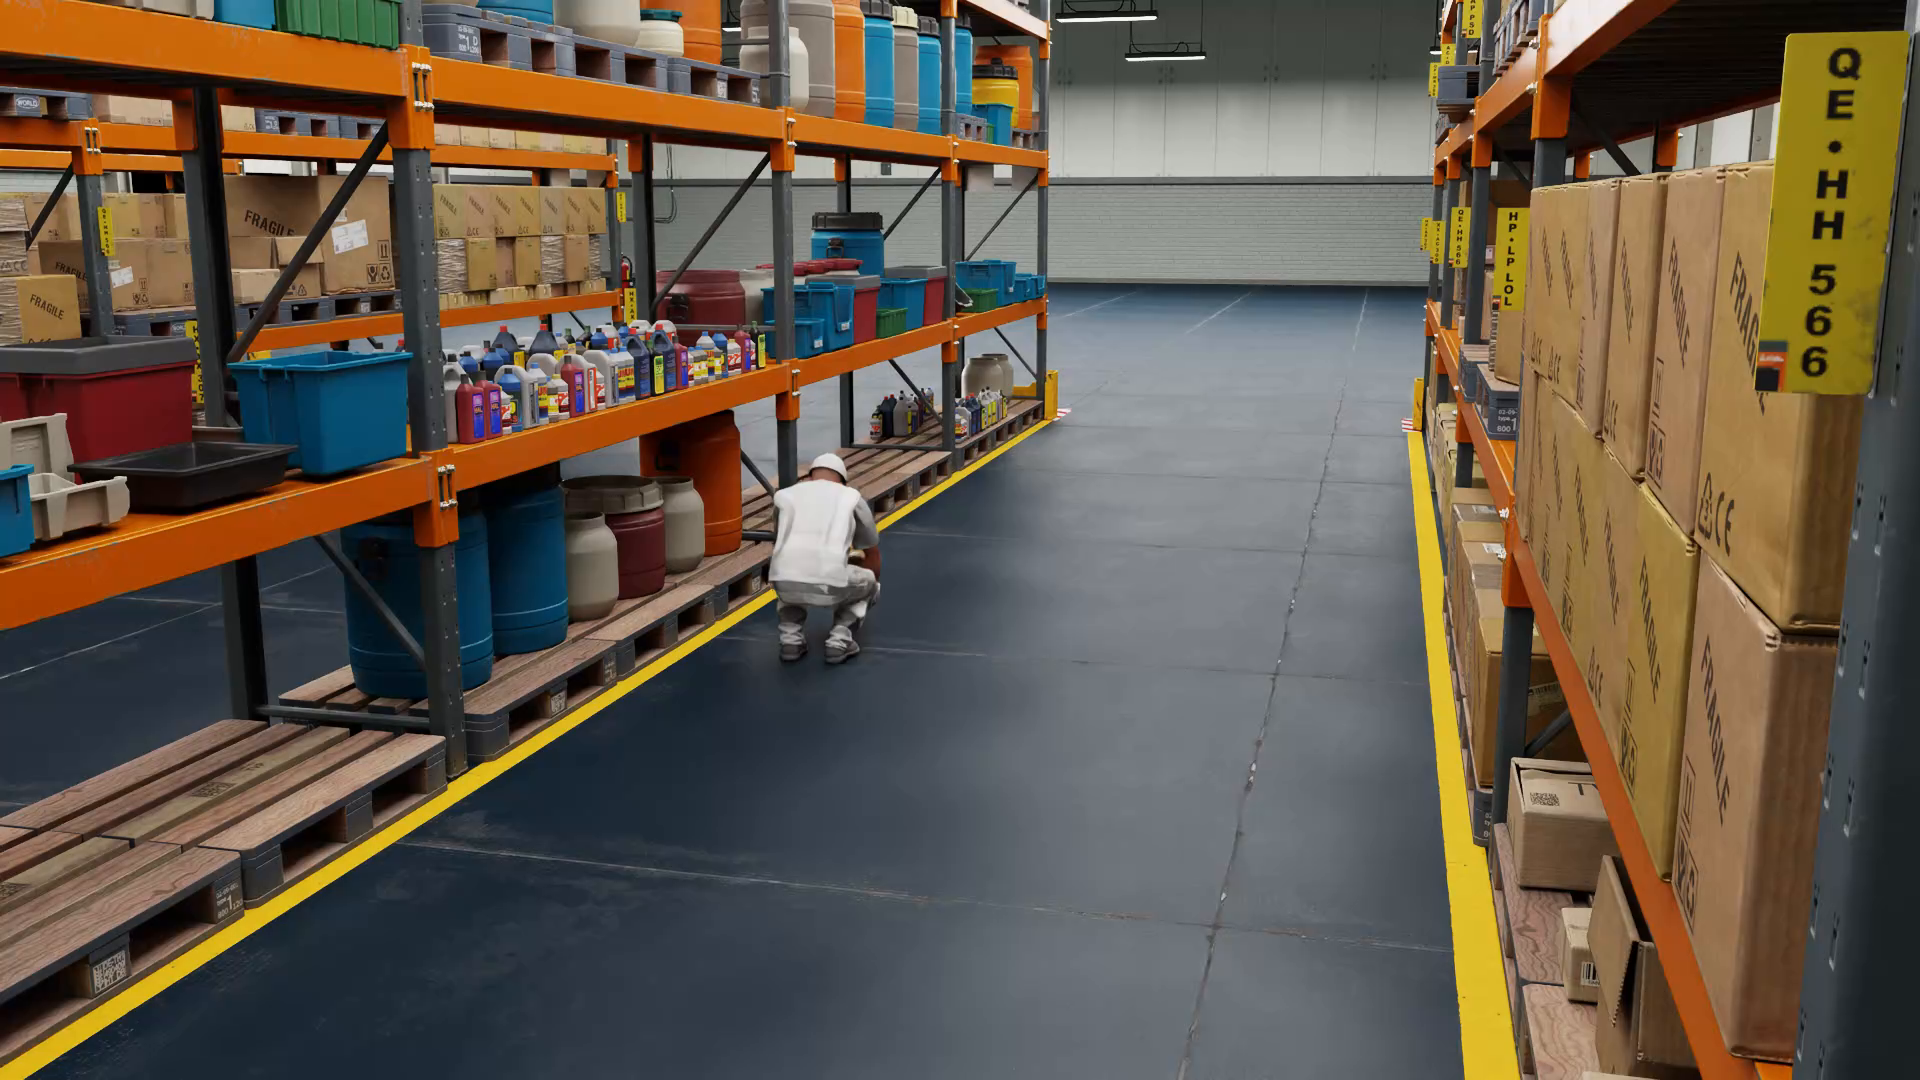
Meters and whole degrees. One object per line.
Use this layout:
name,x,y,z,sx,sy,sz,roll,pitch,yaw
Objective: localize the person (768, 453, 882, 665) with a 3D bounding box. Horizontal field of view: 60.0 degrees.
person,-0.713,0.083,8.521,0.569,0.990,0.884,3,12,14
